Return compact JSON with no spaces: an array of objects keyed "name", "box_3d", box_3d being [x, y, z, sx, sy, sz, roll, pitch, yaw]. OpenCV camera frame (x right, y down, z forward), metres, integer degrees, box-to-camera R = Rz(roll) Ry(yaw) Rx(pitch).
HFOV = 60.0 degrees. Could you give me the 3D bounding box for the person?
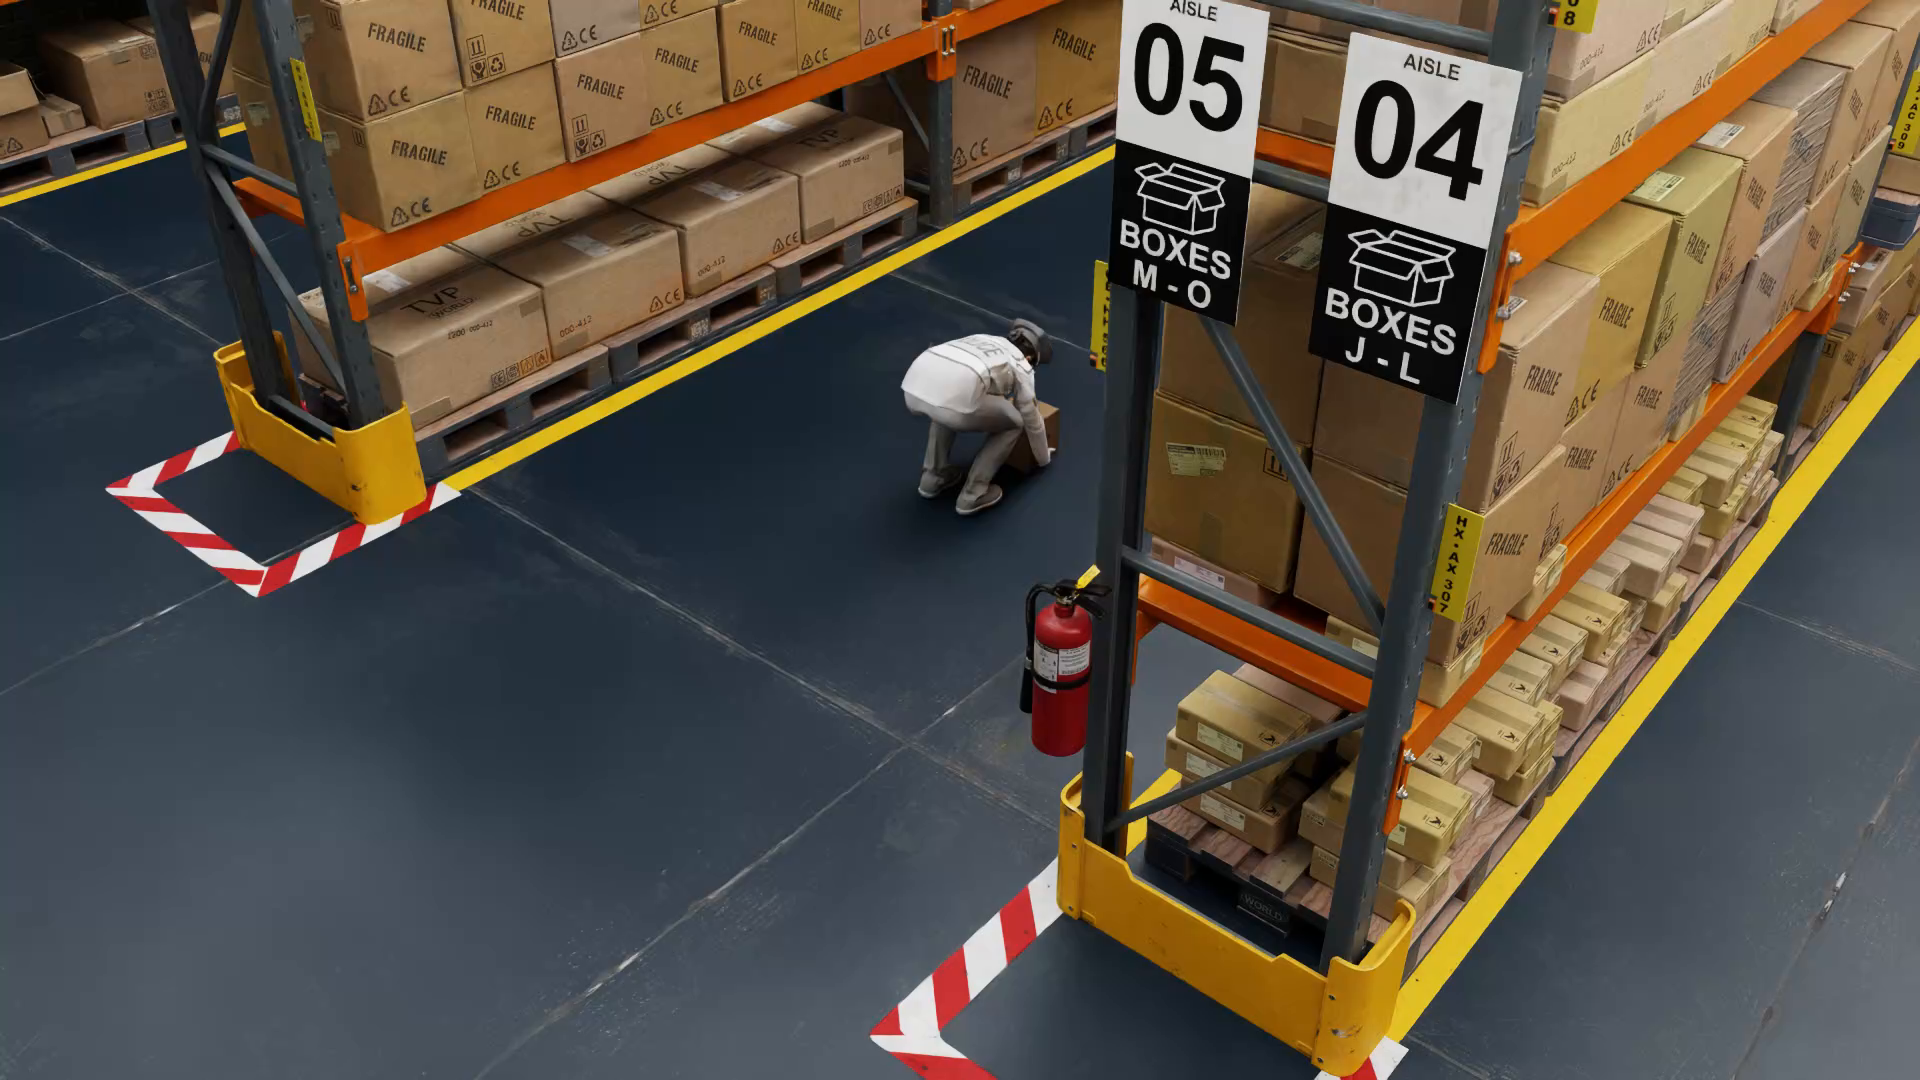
[{"name":"person","box_3d":[0.094,-0.602,7.759,0.469,0.822,0.898,24,42,30]}]
